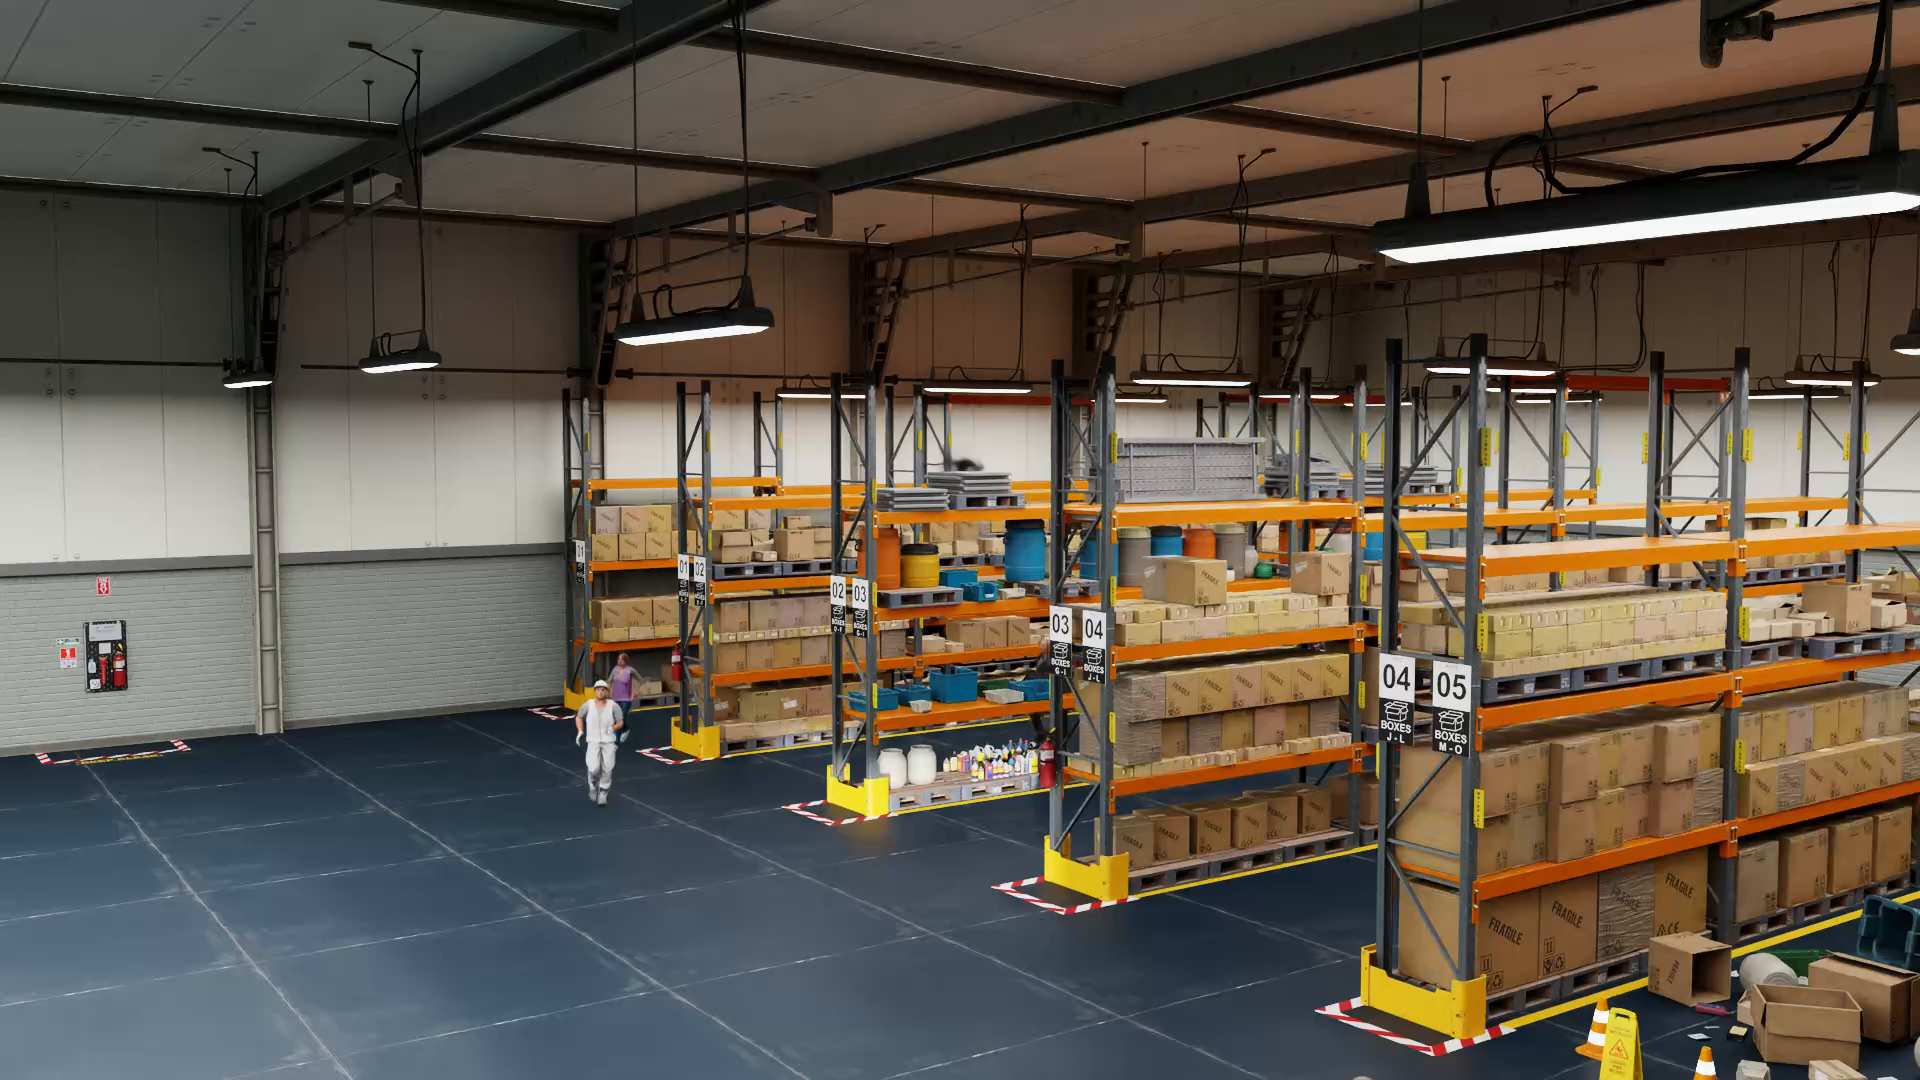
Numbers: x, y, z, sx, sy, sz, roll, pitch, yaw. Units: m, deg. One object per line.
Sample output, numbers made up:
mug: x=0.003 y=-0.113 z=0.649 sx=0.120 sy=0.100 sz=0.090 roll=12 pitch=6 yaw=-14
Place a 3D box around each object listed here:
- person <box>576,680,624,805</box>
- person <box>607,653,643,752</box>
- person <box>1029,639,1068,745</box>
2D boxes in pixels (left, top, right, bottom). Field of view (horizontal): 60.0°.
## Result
person: x=-4.960 y=2.806 z=22.931 sx=0.644 sy=1.742 sz=0.609 roll=-1 pitch=4 yaw=-13
person: x=-5.488 y=2.676 z=27.168 sx=0.563 sy=1.506 sz=0.801 roll=1 pitch=4 yaw=16
person: x=1.427 y=2.516 z=27.388 sx=0.834 sy=1.772 sz=0.621 roll=-3 pitch=5 yaw=-40
